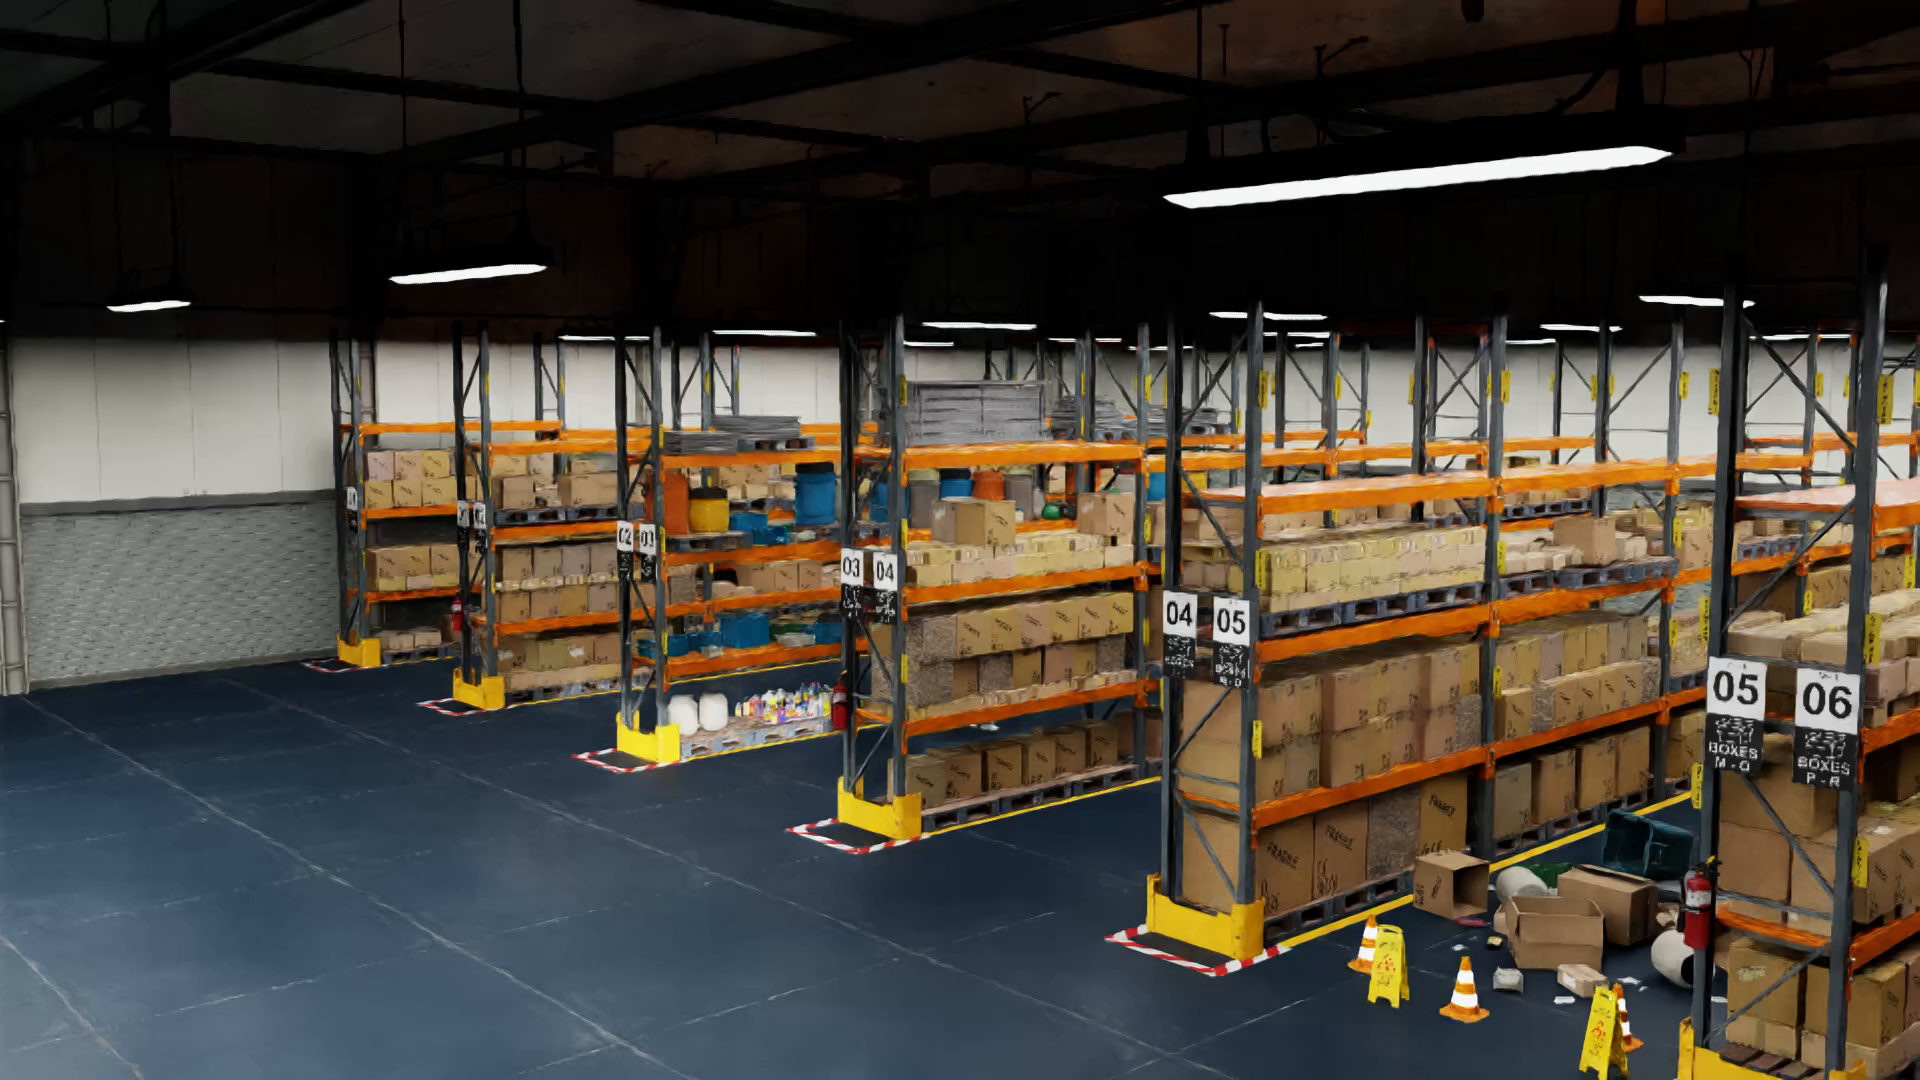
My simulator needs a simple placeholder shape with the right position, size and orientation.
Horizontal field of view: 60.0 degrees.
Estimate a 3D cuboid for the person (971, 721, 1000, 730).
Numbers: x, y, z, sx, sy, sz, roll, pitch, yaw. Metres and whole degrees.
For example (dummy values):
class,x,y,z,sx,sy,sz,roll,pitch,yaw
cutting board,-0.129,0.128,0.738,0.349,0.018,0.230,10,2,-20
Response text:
class,x,y,z,sx,sy,sz,roll,pitch,yaw
person,0.365,1.931,24.217,0.432,1.637,0.503,2,6,21
